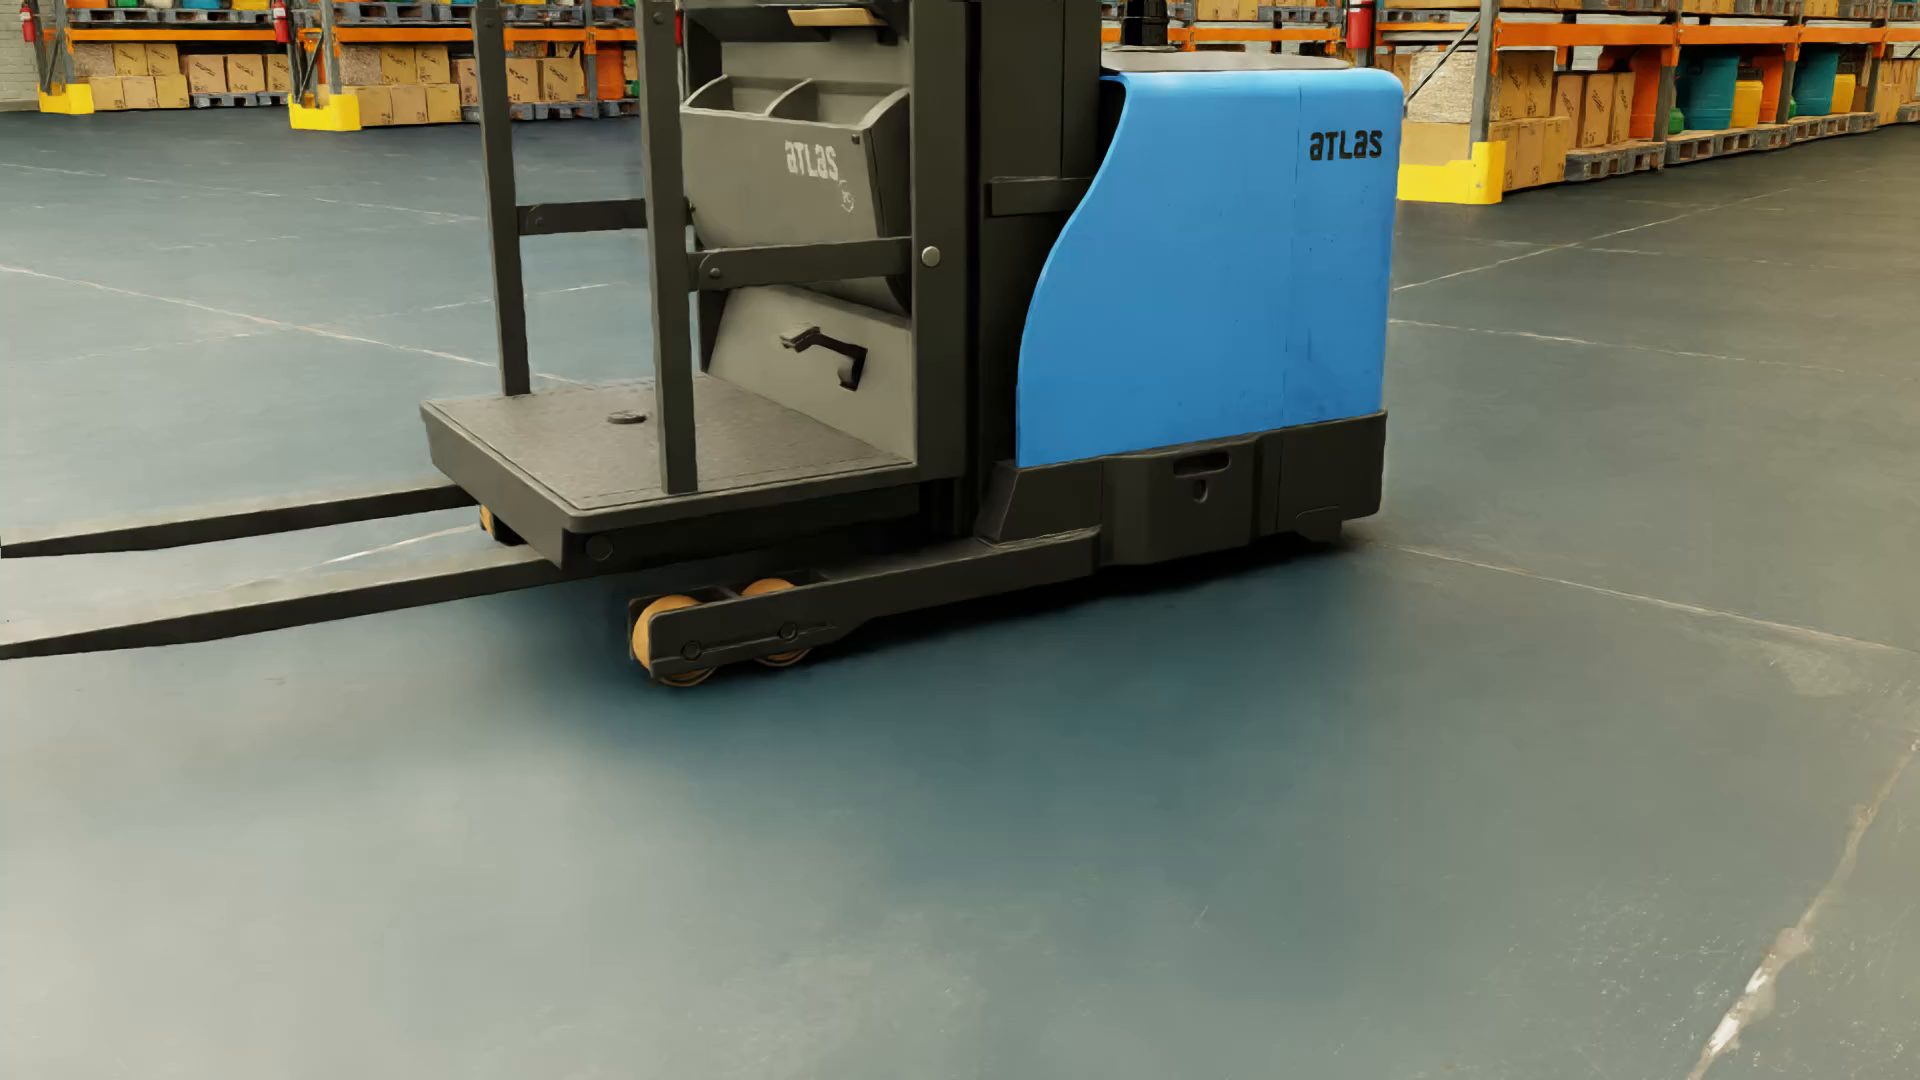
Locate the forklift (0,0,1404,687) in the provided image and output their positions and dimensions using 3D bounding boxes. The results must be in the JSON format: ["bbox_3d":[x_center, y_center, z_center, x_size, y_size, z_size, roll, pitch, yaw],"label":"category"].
[{"bbox_3d":[-0.532,-1.307,3.203,3.031,2.935,1.130,-10,20,-30],"label":"forklift"}]
